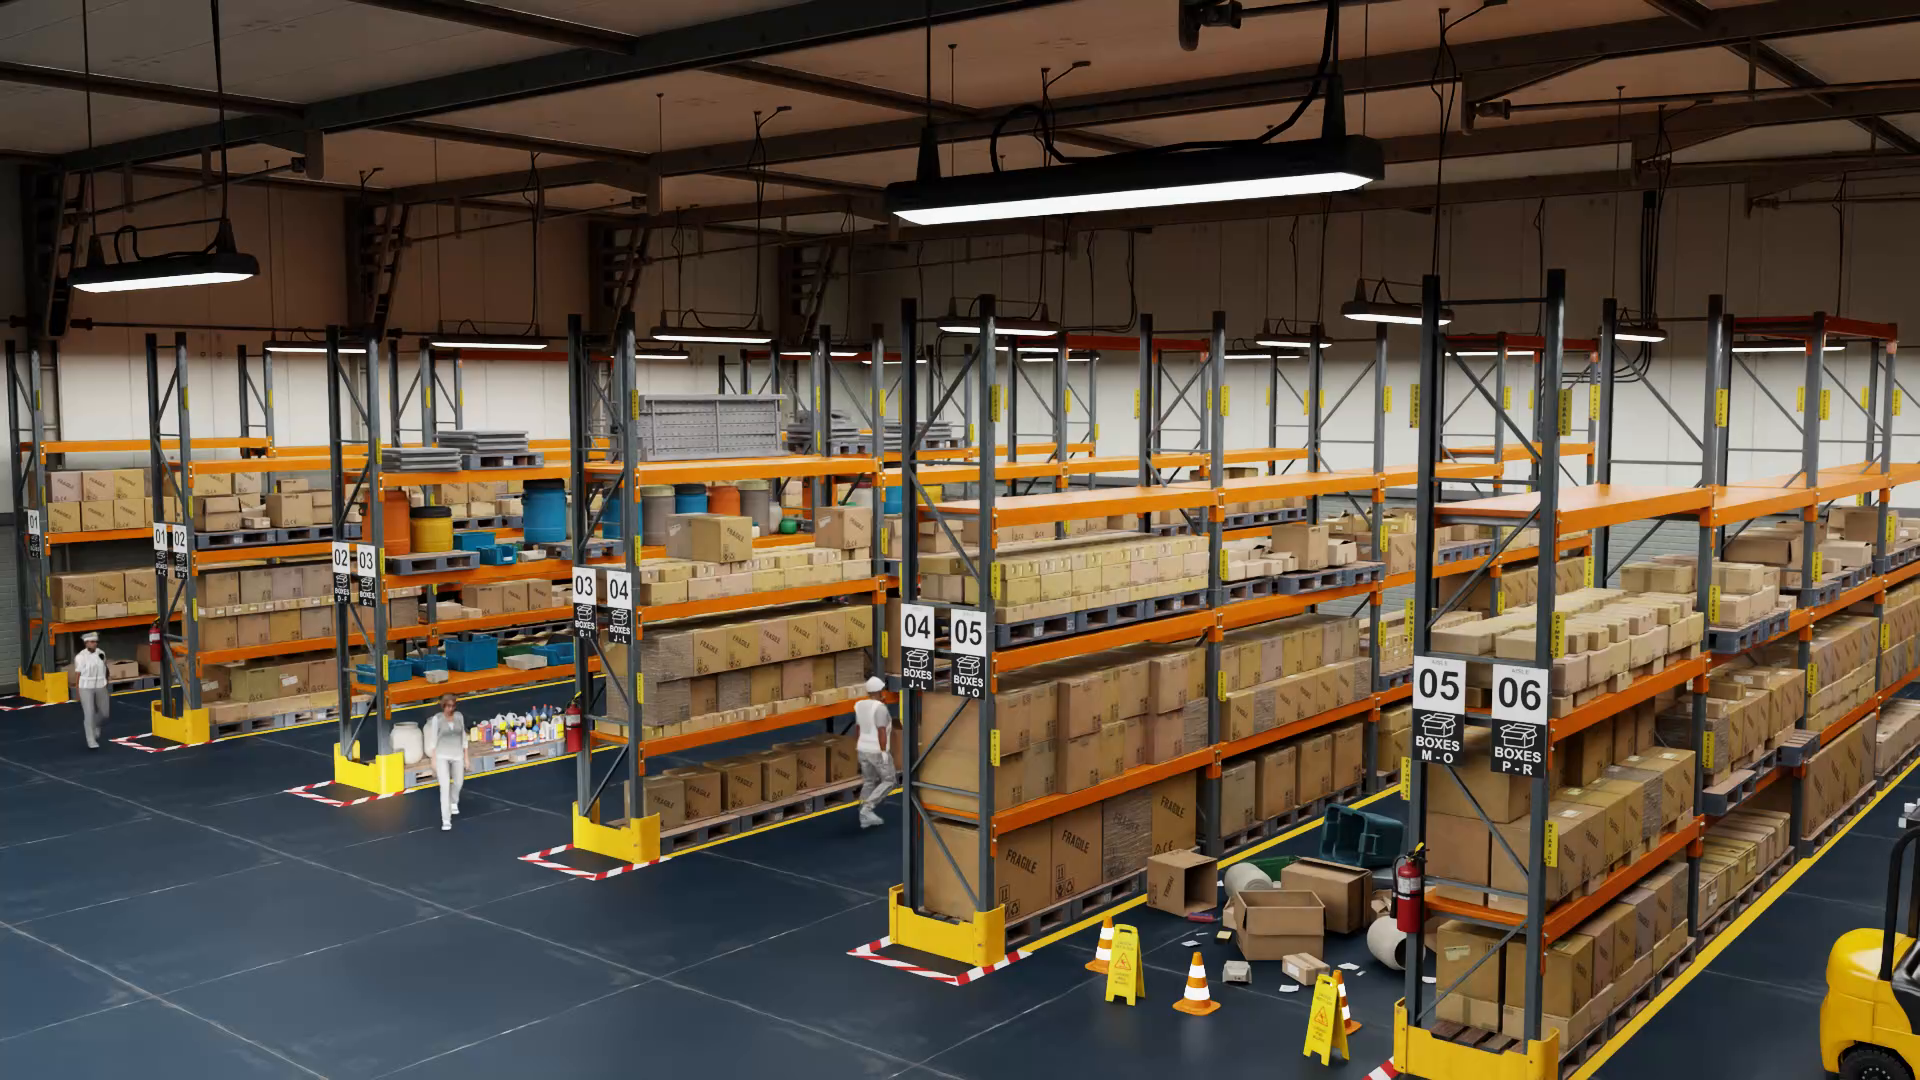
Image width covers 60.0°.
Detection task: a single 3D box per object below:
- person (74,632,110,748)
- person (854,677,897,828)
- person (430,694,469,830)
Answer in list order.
[{"bbox_3d":[-12.626,2.146,24.139,0.668,1.669,0.438,5,7,43],"label":"person"},{"bbox_3d":[-1.059,2.506,19.663,0.484,1.776,0.596,-4,7,-39],"label":"person"},{"bbox_3d":[-6.109,2.600,19.866,0.429,1.560,0.791,-4,6,-37],"label":"person"}]
